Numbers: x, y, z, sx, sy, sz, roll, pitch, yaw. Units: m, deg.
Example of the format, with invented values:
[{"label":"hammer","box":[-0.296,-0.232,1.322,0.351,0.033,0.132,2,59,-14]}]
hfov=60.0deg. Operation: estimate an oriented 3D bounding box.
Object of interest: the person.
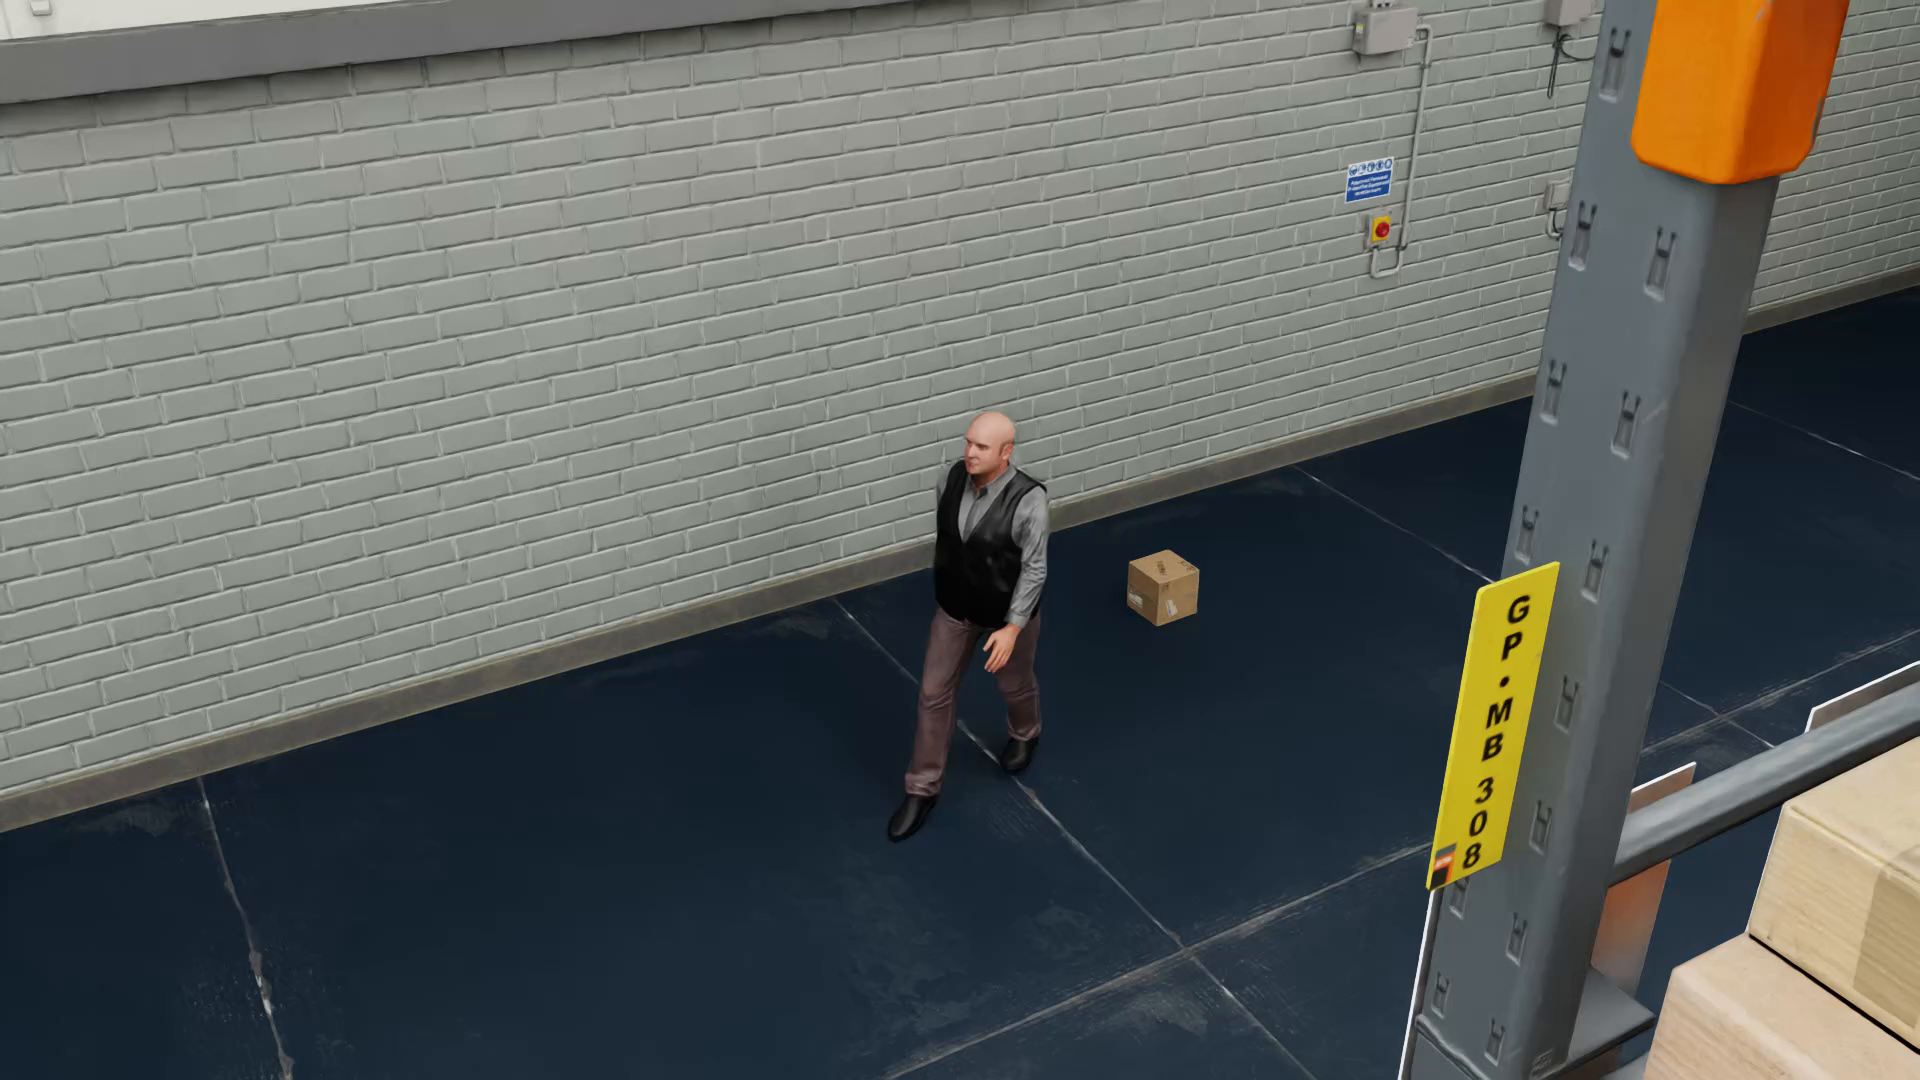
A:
[{"label":"person","box":[0.071,0.312,6.570,0.555,1.710,0.899,16,33,26]}]
